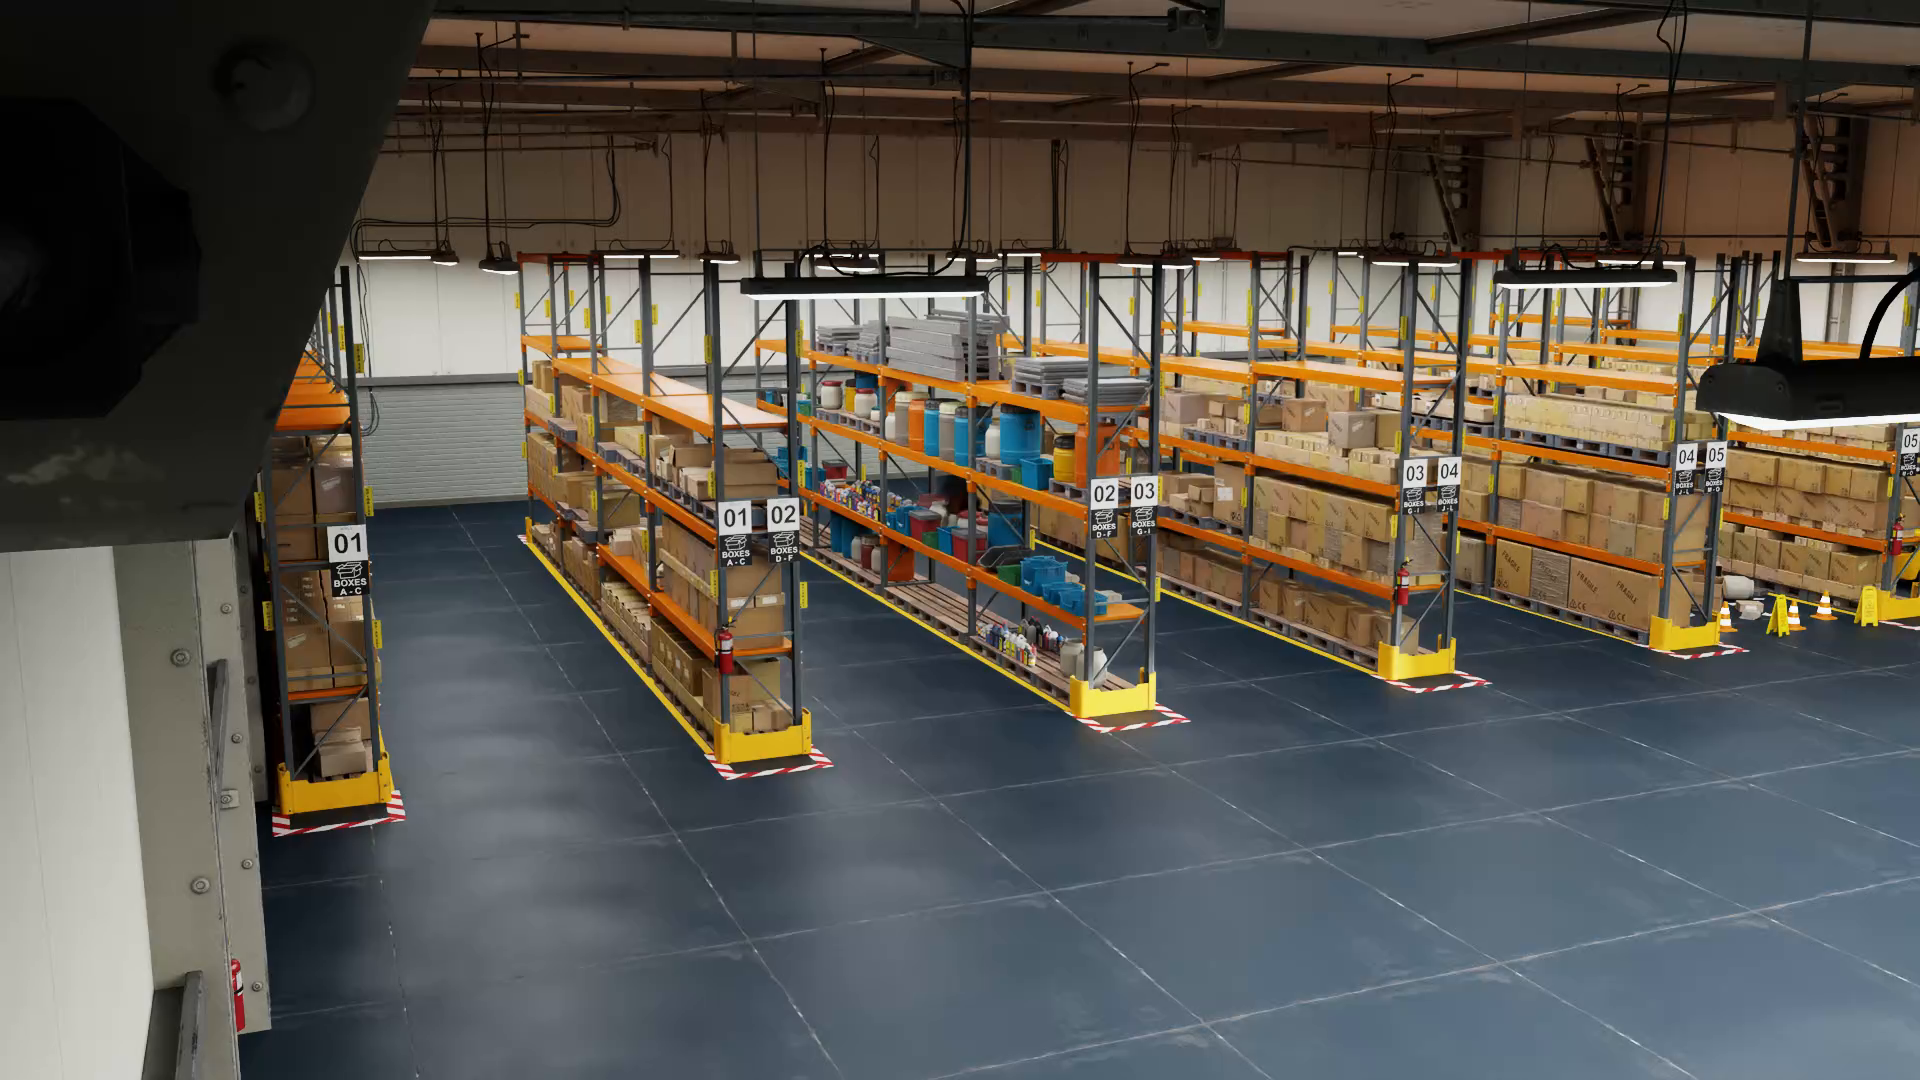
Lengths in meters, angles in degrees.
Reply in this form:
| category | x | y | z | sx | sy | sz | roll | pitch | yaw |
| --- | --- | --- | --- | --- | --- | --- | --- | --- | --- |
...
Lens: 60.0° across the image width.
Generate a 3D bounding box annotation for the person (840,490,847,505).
| category | x | y | z | sx | sy | sz | roll | pitch | yaw |
| --- | --- | --- | --- | --- | --- | --- | --- | --- | --- |
| person | -0.098 | -0.952 | 35.673 | 2.341 | 1.631 | 9.238 | 2 | 11 | 13 |
